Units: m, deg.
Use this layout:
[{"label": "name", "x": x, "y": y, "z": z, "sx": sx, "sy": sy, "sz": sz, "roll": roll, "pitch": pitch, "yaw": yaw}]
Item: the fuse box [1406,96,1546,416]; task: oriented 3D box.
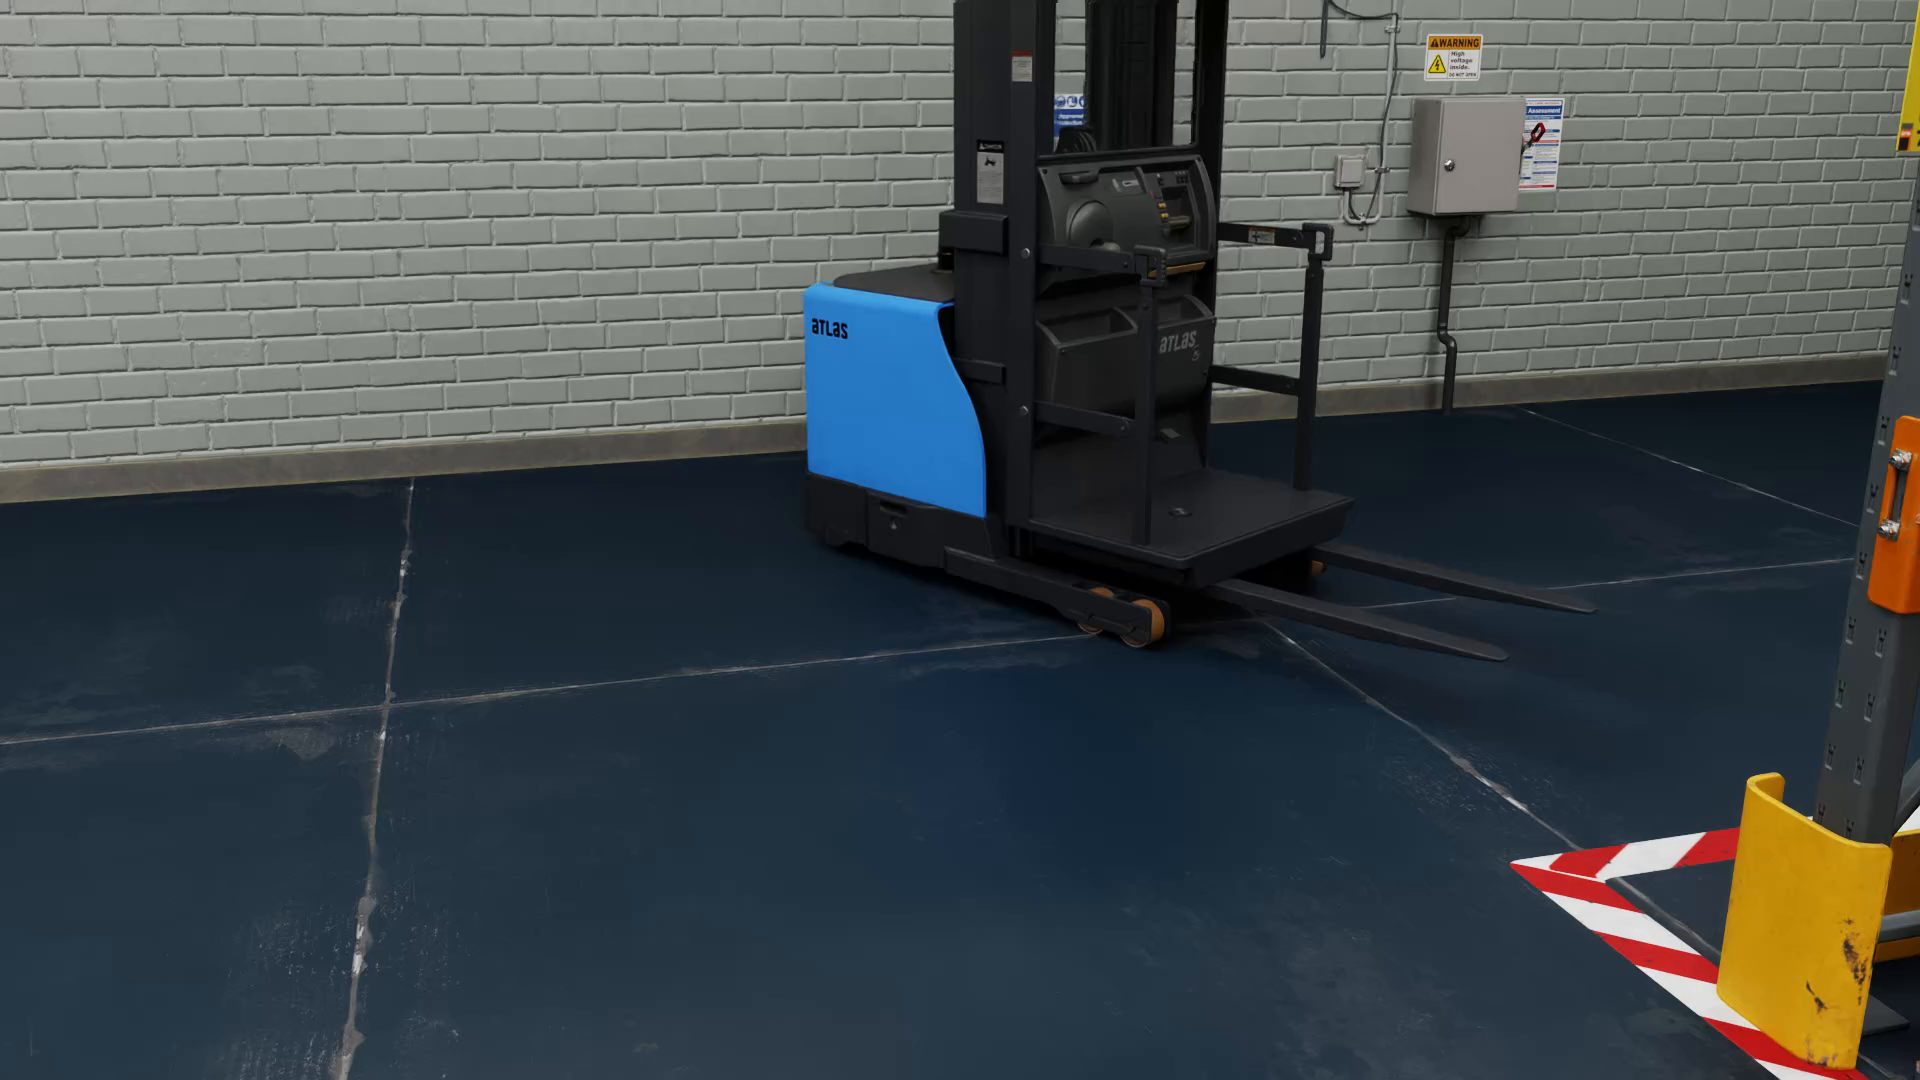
[{"label": "fuse box", "x": 2.745, "y": -1.510, "z": 9.005, "sx": 0.539, "sy": 1.711, "sz": 0.414, "roll": -5, "pitch": 17, "yaw": -15}]

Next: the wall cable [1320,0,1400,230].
[{"label": "wall cable", "x": 2.045, "y": -2.603, "z": 8.639, "sx": 0.588, "sy": 1.984, "sz": 0.122, "roll": -5, "pitch": 17, "yaw": -15}]

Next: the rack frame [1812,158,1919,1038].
[{"label": "rack frame", "x": 2.257, "y": -0.444, "z": 3.215, "sx": 1.000, "sy": 3.000, "sz": 0.127, "roll": -5, "pitch": 17, "yaw": -15}]

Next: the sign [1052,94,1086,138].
[{"label": "sign", "x": 0.622, "y": -2.144, "z": 8.406, "sx": 0.327, "sy": 0.218, "sz": 0.001, "roll": -5, "pitch": 17, "yaw": -15}]

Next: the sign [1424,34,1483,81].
[{"label": "sign", "x": 2.635, "y": -2.576, "z": 8.877, "sx": 0.339, "sy": 0.242, "sz": 0.001, "roll": -5, "pitch": 17, "yaw": -15}]

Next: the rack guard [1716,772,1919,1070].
[{"label": "rack guard", "x": 2.250, "y": 0.747, "z": 3.597, "sx": 1.175, "sy": 0.500, "sz": 0.348, "roll": -5, "pitch": 17, "yaw": -15}]

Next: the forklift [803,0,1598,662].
[{"label": "forklift", "x": 0.767, "y": -1.201, "z": 5.856, "sx": 3.031, "sy": 2.935, "sz": 1.130, "roll": 16, "pitch": 23, "yaw": 42}]

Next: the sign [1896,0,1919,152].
[{"label": "sign", "x": 1.722, "y": -0.854, "z": 2.938, "sx": 0.100, "sy": 0.325, "sz": 0.005, "roll": -5, "pitch": 17, "yaw": -15}]

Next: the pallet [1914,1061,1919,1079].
[{"label": "pallet", "x": 2.552, "y": 1.107, "z": 2.900, "sx": 1.003, "sy": 0.211, "sz": 1.213, "roll": -5, "pitch": 17, "yaw": -15}]

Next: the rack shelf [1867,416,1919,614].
[{"label": "rack shelf", "x": 2.807, "y": 0.454, "z": 1.477, "sx": 1.077, "sy": 0.370, "sz": 4.000, "roll": -5, "pitch": 17, "yaw": -15}]

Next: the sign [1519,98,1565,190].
[{"label": "sign", "x": 3.163, "y": -2.178, "z": 9.154, "sx": 0.329, "sy": 0.494, "sz": 0.001, "roll": -5, "pitch": 17, "yaw": -15}]
